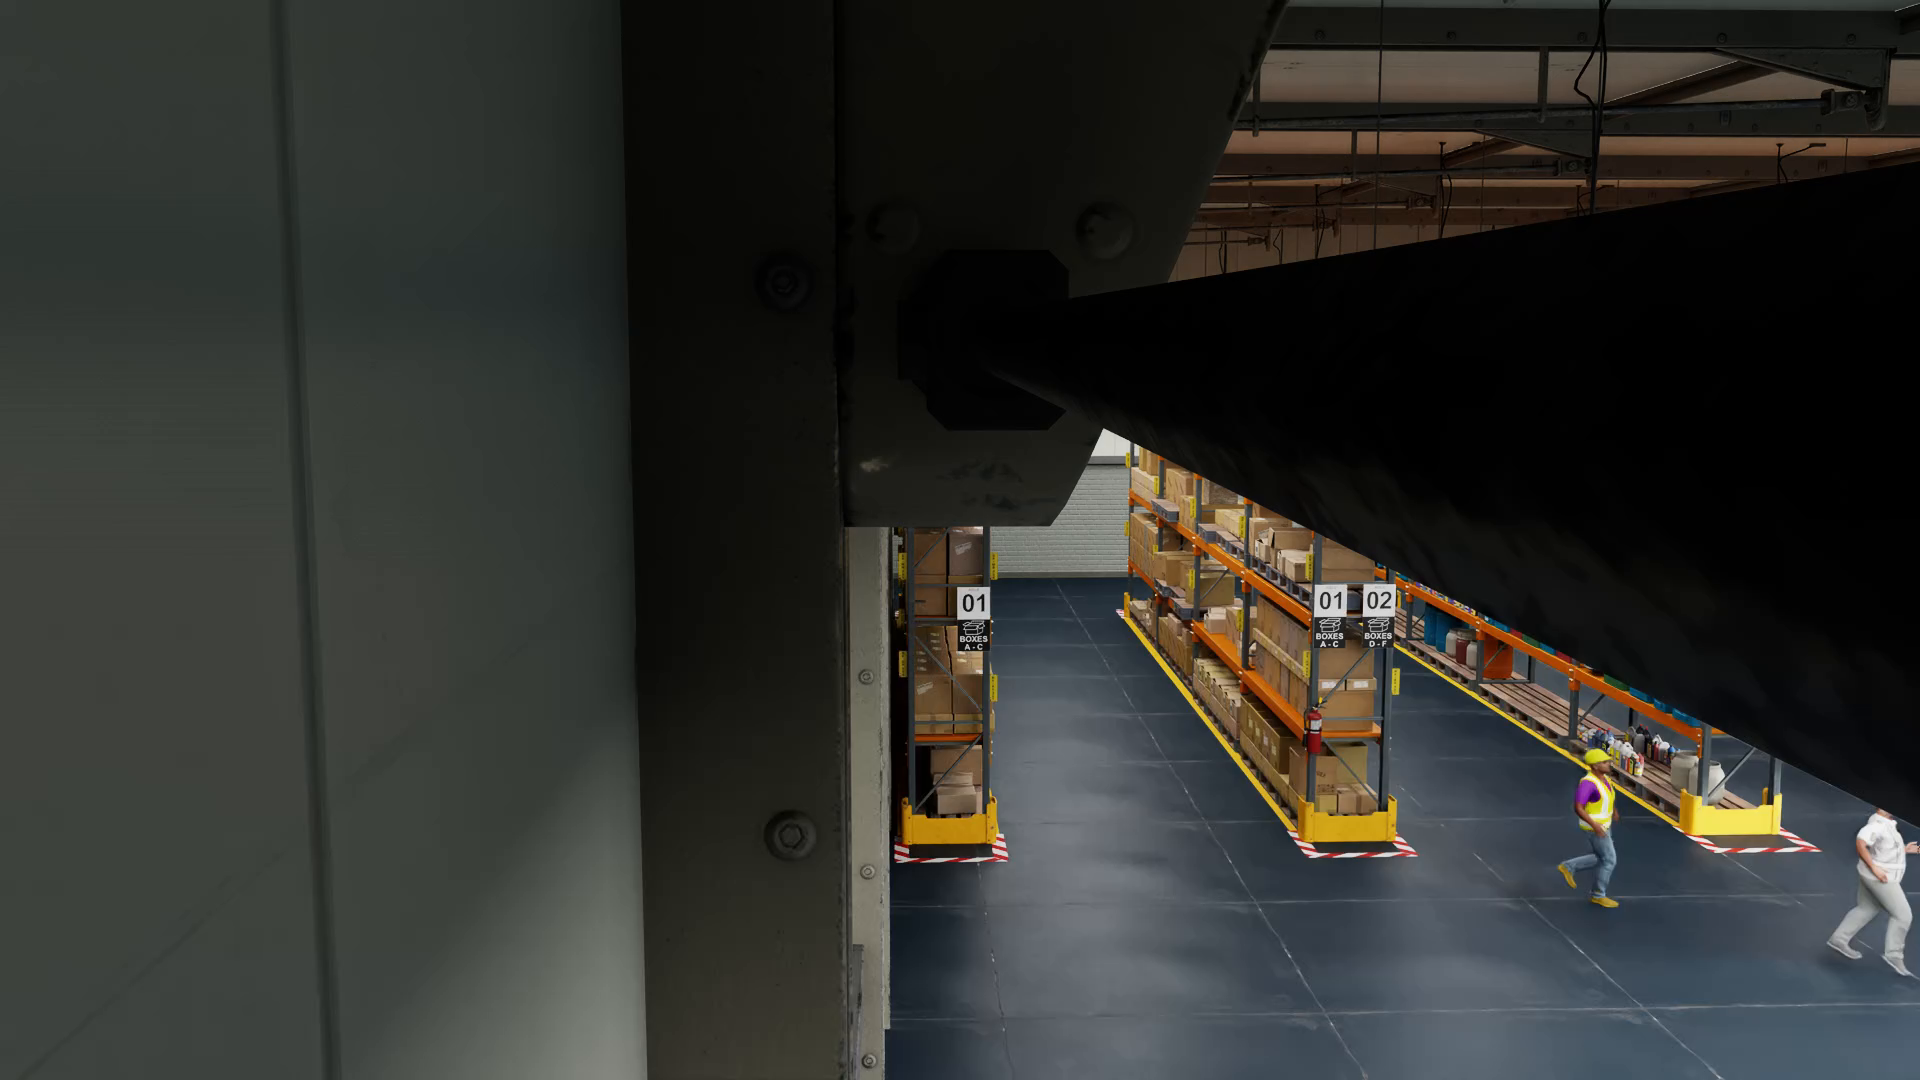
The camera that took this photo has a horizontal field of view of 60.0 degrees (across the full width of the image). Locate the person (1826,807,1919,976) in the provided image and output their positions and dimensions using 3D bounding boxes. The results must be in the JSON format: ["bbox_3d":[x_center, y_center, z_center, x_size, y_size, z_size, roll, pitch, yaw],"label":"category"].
[{"bbox_3d":[9.091,3.371,16.443,0.786,1.850,0.642,3,8,19],"label":"person"}]

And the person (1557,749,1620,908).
[{"bbox_3d":[6.951,3.144,18.316,0.669,1.744,0.693,4,9,31],"label":"person"}]
